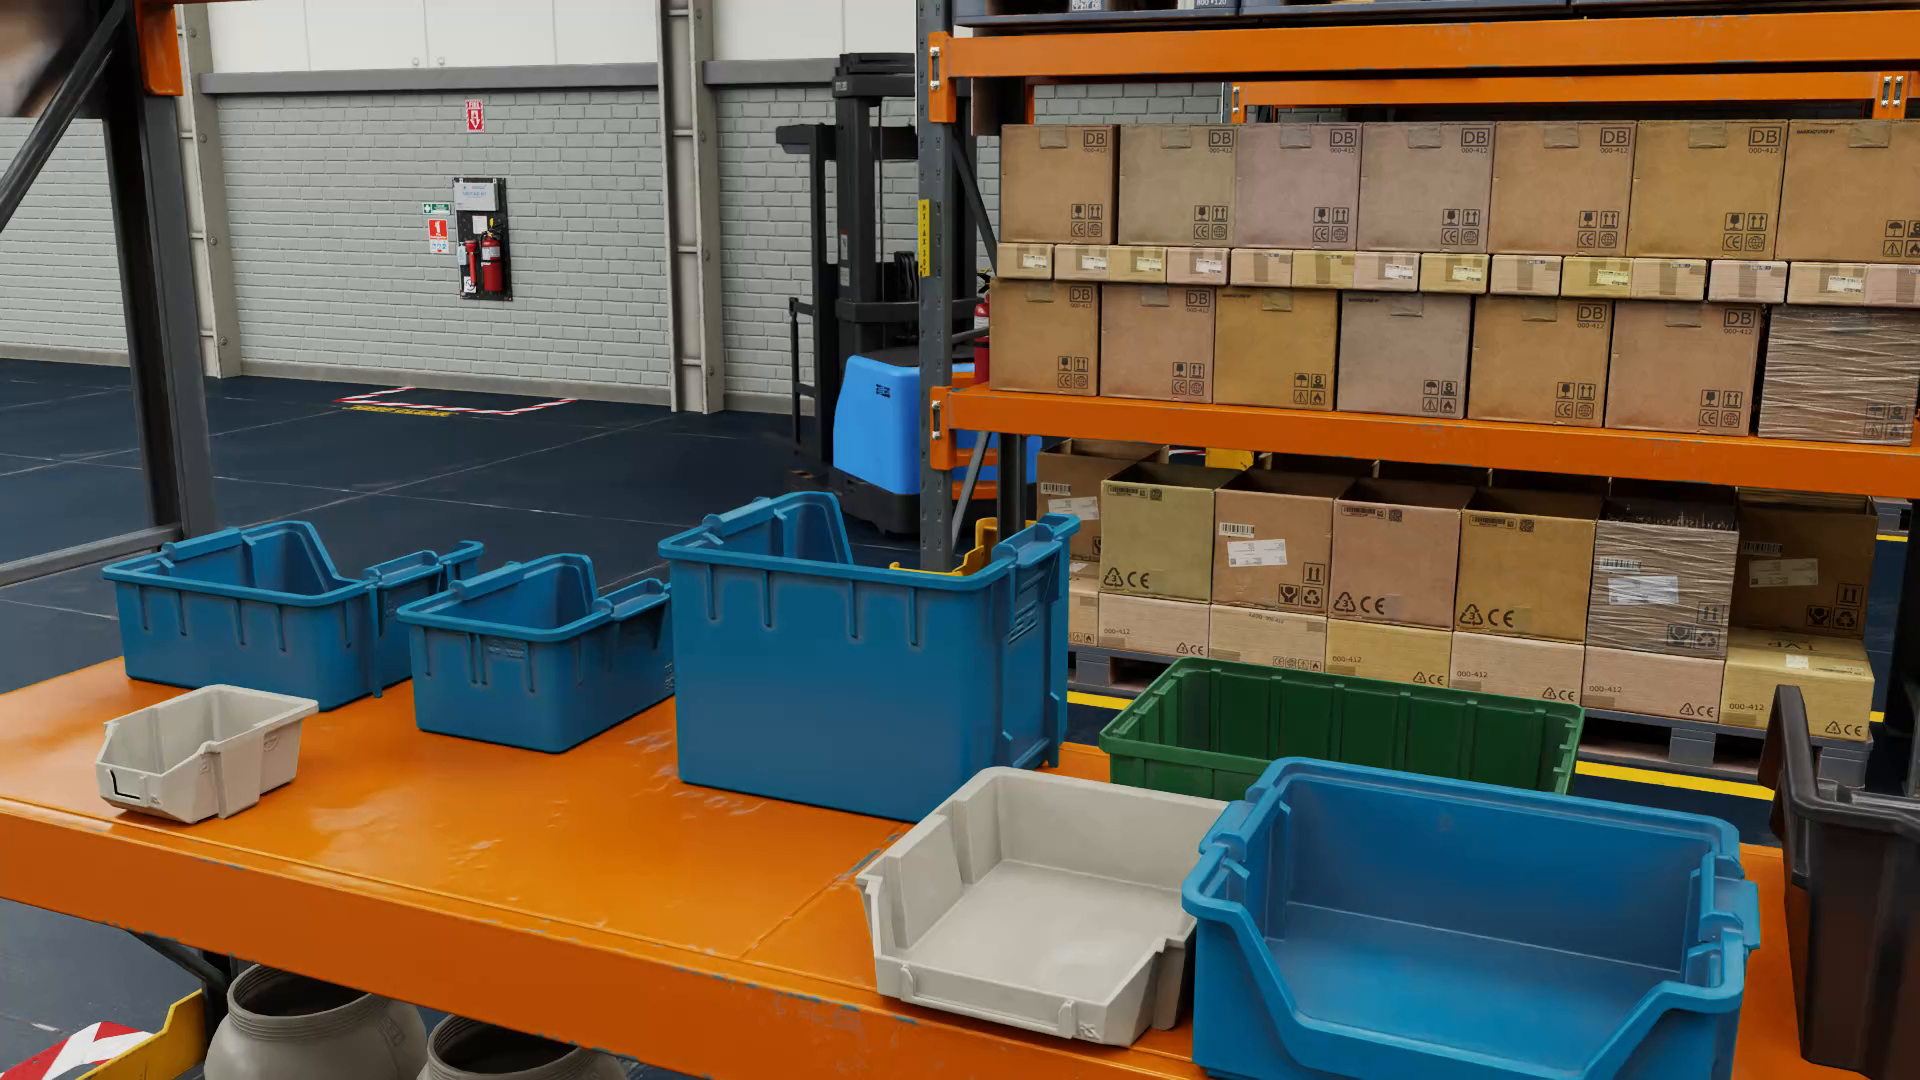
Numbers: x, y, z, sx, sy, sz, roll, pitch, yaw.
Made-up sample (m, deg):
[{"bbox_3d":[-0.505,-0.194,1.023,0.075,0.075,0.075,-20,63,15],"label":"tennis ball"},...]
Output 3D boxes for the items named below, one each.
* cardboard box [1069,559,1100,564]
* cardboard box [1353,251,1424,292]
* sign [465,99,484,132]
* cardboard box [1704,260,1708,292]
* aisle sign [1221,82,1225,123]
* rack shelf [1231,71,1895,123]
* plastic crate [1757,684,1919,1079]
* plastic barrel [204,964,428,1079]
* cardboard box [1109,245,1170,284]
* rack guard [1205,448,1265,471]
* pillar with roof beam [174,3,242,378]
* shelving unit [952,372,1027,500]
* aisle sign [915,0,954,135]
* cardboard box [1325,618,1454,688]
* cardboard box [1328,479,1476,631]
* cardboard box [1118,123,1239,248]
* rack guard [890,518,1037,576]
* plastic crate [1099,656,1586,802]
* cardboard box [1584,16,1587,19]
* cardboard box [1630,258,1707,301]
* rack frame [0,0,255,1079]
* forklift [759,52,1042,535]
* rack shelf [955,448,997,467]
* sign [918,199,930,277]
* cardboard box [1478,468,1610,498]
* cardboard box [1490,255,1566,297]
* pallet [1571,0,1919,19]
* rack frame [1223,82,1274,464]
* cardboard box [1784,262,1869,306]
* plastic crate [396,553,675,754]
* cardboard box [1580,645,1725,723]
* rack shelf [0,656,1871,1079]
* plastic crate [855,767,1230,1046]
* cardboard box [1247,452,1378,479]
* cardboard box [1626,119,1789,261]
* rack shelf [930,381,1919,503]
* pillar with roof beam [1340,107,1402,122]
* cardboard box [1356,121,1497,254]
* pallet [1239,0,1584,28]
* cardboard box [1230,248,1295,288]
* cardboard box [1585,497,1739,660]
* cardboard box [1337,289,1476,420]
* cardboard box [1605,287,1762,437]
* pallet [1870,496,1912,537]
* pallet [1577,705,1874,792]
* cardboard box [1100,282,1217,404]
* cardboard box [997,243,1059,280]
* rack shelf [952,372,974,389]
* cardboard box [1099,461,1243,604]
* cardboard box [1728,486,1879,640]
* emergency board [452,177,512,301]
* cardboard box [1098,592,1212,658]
[{"bbox_3d":[0.686,0.168,8.072,0.500,0.250,0.500,6,14,23],"label":"cardboard box"},{"bbox_3d":[1.752,-1.095,6.715,0.250,0.149,0.380,6,14,24],"label":"cardboard box"},{"bbox_3d":[-4.628,-4.047,15.860,0.199,0.298,0.001,6,14,23],"label":"sign"},{"bbox_3d":[2.859,-1.084,6.671,0.250,0.149,0.380,6,14,23],"label":"cardboard box"},{"bbox_3d":[1.891,-3.199,11.629,0.004,0.787,0.394,6,14,23],"label":"aisle sign"},{"bbox_3d":[3.907,-2.914,11.116,4.000,0.370,1.077,6,14,23],"label":"rack shelf"},{"bbox_3d":[1.296,0.406,2.096,0.504,0.338,0.767,6,14,23],"label":"plastic crate"},{"bbox_3d":[-1.302,1.132,3.391,0.421,0.512,0.421,0,13,0],"label":"plastic barrel"},{"bbox_3d":[0.817,-1.190,7.121,0.250,0.149,0.380,6,14,23],"label":"cardboard box"},{"bbox_3d":[2.148,-0.765,12.421,0.348,0.500,1.175,6,14,23],"label":"rack guard"},{"bbox_3d":[-9.646,-5.237,12.874,0.400,9.000,9.100,6,14,23],"label":"pillar with roof beam"},{"bbox_3d":[0.128,-0.529,9.882,0.503,1.200,0.258,-2,13,-8],"label":"shelving unit"},{"bbox_3d":[-0.109,-2.162,7.210,0.004,0.787,0.394,6,14,23],"label":"aisle sign"},{"bbox_3d":[1.847,0.415,7.018,0.500,0.250,0.500,6,14,23],"label":"cardboard box"},{"bbox_3d":[1.846,0.051,6.931,0.500,0.500,0.500,6,14,23],"label":"cardboard box"},{"bbox_3d":[1.029,-1.536,7.176,0.500,0.500,0.700,5,14,22],"label":"cardboard box"},{"bbox_3d":[0.054,0.261,8.049,0.348,0.500,1.175,6,14,23],"label":"rack guard"},{"bbox_3d":[0.596,0.369,2.580,0.662,0.188,0.450,6,14,23],"label":"plastic crate"},{"bbox_3d":[4.195,-3.225,10.606,0.500,0.500,0.500,5,14,21],"label":"cardboard box"},{"bbox_3d":[2.691,-1.000,6.311,0.250,0.149,0.380,6,14,23],"label":"cardboard box"},{"bbox_3d":[-1.936,0.081,3.344,0.053,2.616,0.949,6,14,23],"label":"rack frame"},{"bbox_3d":[-0.573,-1.751,11.299,1.130,2.935,3.031,-6,15,-25],"label":"forklift"},{"bbox_3d":[0.128,-0.463,9.898,0.480,0.148,0.258,-2,13,-8],"label":"rack shelf"},{"bbox_3d":[-0.155,-1.299,7.155,0.005,0.325,0.100,6,14,23],"label":"sign"},{"bbox_3d":[2.521,-0.016,7.213,0.500,0.500,0.500,6,14,23],"label":"cardboard box"},{"bbox_3d":[2.237,-1.047,6.510,0.250,0.149,0.380,6,15,25],"label":"cardboard box"},{"bbox_3d":[2.942,-2.075,6.158,1.213,0.211,1.003,6,14,23],"label":"pallet"},{"bbox_3d":[2.079,-1.989,12.165,0.127,3.000,1.000,6,14,23],"label":"rack frame"},{"bbox_3d":[3.172,-0.952,6.107,0.250,0.149,0.380,5,14,22],"label":"cardboard box"},{"bbox_3d":[-0.764,0.198,3.171,0.408,0.251,0.499,6,14,23],"label":"plastic crate"},{"bbox_3d":[2.767,0.505,6.637,0.500,0.250,0.500,6,14,23],"label":"cardboard box"},{"bbox_3d":[-0.106,0.616,2.640,4.000,0.370,1.077,6,14,23],"label":"rack shelf"},{"bbox_3d":[0.136,0.481,2.214,0.437,0.136,0.530,6,14,23],"label":"plastic crate"},{"bbox_3d":[1.607,-0.108,7.607,0.500,0.500,0.500,6,14,23],"label":"cardboard box"},{"bbox_3d":[2.862,-1.350,6.385,0.500,0.500,0.700,6,14,23],"label":"cardboard box"},{"bbox_3d":[1.904,-0.419,7.048,4.000,0.370,1.077,6,14,23],"label":"rack shelf"},{"bbox_3d":[1.325,-4.126,8.142,0.400,9.000,9.100,6,14,23],"label":"pillar with roof beam"},{"bbox_3d":[1.948,-1.443,6.780,0.500,0.500,0.700,6,14,23],"label":"cardboard box"},{"bbox_3d":[1.831,-2.188,6.640,1.213,0.211,1.003,6,14,23],"label":"pallet"},{"bbox_3d":[1.292,-1.142,6.917,0.250,0.149,0.380,5,14,21],"label":"cardboard box"},{"bbox_3d":[2.768,0.139,6.553,0.500,0.500,0.500,6,14,23],"label":"cardboard box"},{"bbox_3d":[1.914,-0.814,6.939,0.500,0.500,0.700,6,15,25],"label":"cardboard box"},{"bbox_3d":[2.840,-0.720,6.537,0.500,0.500,0.700,6,14,23],"label":"cardboard box"},{"bbox_3d":[6.448,-0.190,10.601,1.213,0.211,1.003,6,14,23],"label":"pallet"},{"bbox_3d":[3.023,0.691,6.846,1.213,0.211,1.003,6,14,23],"label":"pallet"},{"bbox_3d":[0.979,-0.909,7.344,0.500,0.500,0.700,6,15,25],"label":"cardboard box"},{"bbox_3d":[0.347,-1.237,7.322,0.250,0.149,0.380,6,14,23],"label":"cardboard box"},{"bbox_3d":[0.128,-0.911,9.793,0.480,0.148,0.258,-2,13,-8],"label":"rack shelf"},{"bbox_3d":[0.934,-0.043,7.330,0.500,0.500,0.500,6,14,23],"label":"cardboard box"},{"bbox_3d":[3.436,0.077,6.819,0.500,0.500,0.500,6,14,23],"label":"cardboard box"},{"bbox_3d":[-4.661,-2.897,16.033,0.643,1.169,0.194,6,14,23],"label":"emergency board"},{"bbox_3d":[0.934,0.322,7.417,0.500,0.250,0.500,6,14,23],"label":"cardboard box"}]
